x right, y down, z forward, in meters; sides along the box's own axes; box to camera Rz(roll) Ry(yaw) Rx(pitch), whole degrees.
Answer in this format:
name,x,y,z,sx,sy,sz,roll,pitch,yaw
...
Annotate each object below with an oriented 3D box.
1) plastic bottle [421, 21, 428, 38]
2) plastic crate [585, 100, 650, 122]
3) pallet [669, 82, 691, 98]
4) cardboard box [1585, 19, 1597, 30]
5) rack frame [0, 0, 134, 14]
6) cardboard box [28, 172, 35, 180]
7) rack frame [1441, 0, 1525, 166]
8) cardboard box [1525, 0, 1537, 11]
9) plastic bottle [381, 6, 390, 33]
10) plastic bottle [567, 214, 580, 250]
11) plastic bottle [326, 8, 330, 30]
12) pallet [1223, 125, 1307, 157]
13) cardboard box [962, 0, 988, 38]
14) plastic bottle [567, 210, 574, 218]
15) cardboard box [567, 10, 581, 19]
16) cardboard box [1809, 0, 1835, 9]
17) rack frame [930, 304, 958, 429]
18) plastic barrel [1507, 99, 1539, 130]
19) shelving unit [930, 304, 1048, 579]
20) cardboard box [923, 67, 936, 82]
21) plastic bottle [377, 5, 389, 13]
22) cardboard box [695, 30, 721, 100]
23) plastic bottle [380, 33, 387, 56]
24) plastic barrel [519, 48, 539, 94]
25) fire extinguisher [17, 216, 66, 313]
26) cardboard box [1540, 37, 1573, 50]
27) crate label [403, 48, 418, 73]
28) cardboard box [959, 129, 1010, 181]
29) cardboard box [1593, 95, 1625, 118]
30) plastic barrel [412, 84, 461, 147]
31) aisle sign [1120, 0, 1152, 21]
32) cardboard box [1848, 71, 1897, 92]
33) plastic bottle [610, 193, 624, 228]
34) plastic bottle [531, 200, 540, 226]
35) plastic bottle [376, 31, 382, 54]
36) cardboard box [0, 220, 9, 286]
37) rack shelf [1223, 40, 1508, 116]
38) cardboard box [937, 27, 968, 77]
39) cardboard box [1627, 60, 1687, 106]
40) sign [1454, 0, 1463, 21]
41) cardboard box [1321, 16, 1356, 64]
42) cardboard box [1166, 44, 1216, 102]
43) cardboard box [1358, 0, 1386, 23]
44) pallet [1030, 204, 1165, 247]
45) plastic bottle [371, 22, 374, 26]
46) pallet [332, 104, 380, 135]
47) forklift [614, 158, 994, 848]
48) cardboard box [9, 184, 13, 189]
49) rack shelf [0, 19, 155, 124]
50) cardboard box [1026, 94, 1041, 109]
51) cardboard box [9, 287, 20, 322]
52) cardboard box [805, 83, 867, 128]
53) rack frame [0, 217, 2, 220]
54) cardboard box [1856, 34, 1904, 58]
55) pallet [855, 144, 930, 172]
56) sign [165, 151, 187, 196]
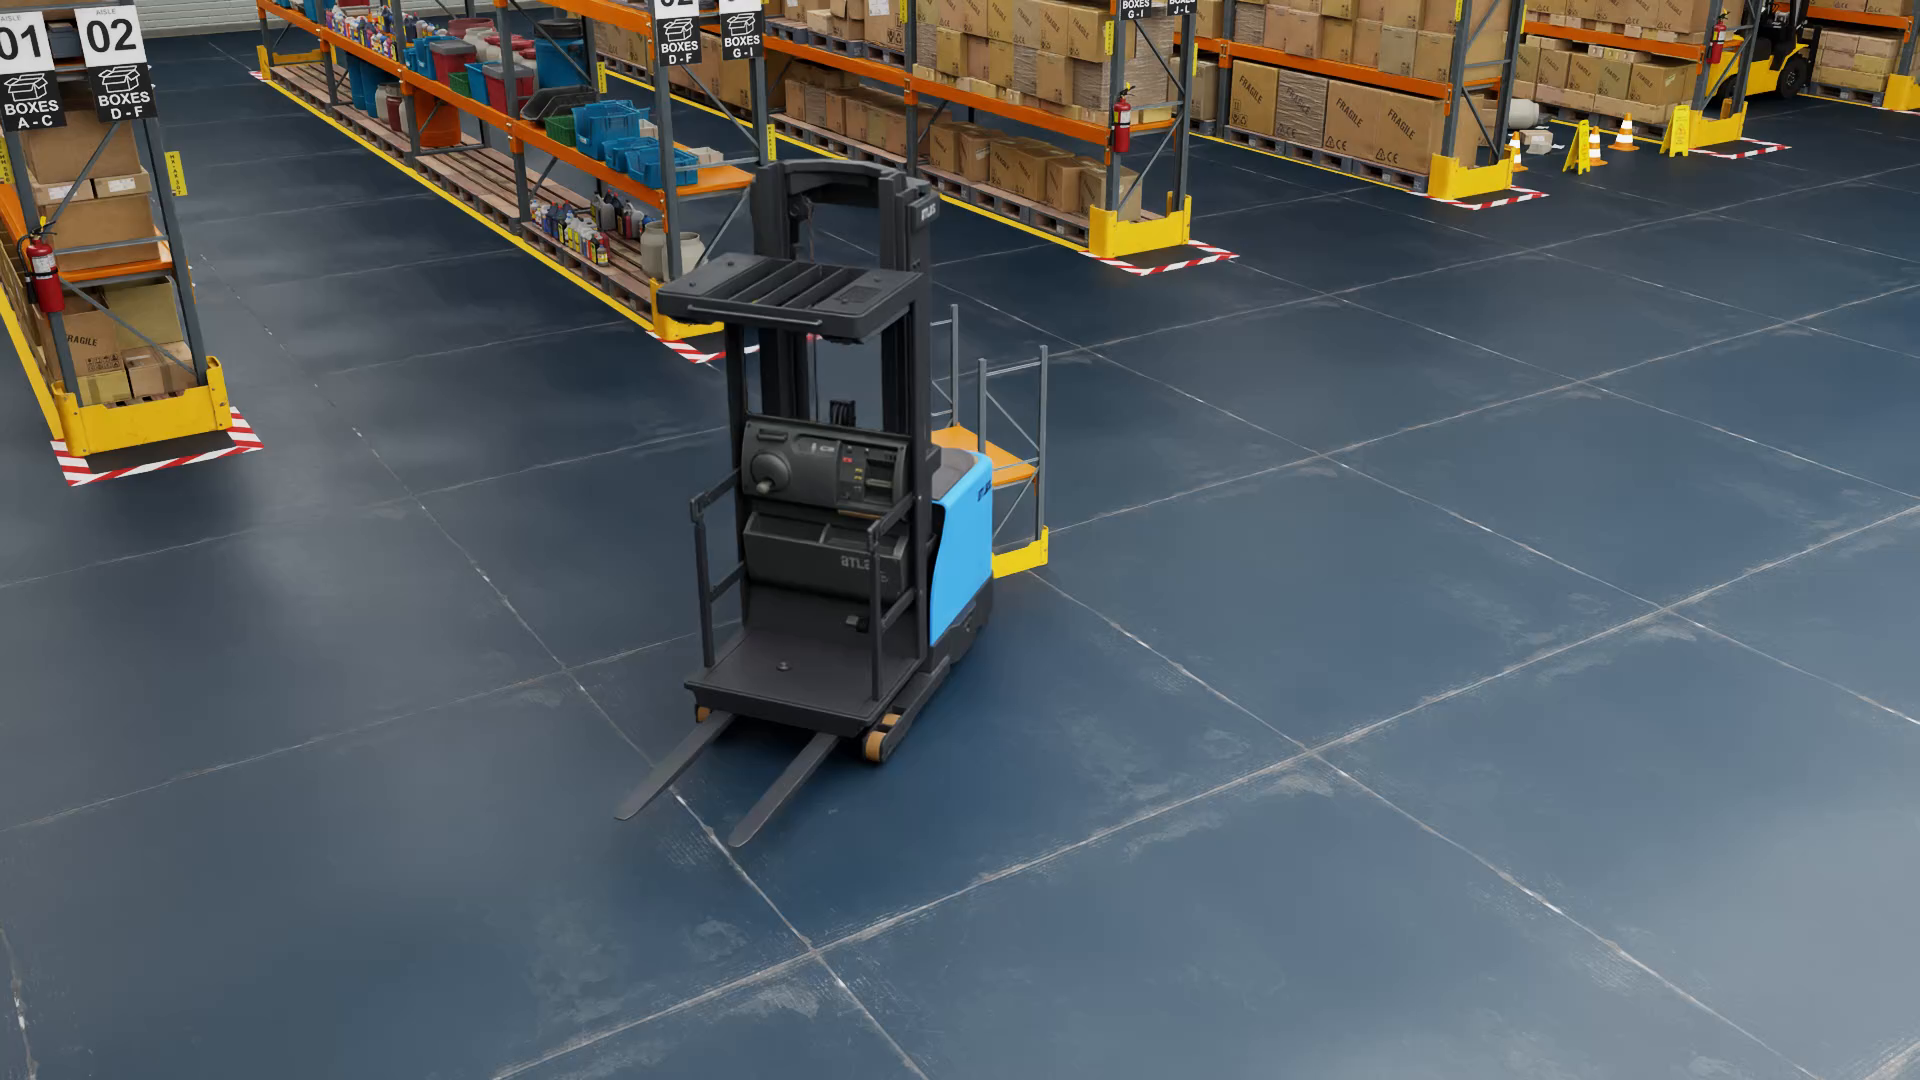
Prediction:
name,x,y,z,sx,sy,sz,roll,pitch,yaw
plastic bottle,-7.179,-6.829,22.352,0.097,0.271,0.097,0,25,0
plastic crate,-3.528,-4.365,17.158,0.499,0.251,0.616,-16,29,-30
pallet,-4.092,-7.261,26.385,1.003,0.211,1.213,-16,29,-30
cardboard box,9.076,-7.320,23.536,0.380,0.149,0.250,-16,29,-30
rack frame,-6.328,-4.894,11.077,1.000,3.000,0.127,-16,29,-30
cardboard box,-6.840,-2.706,12.591,0.380,0.149,0.250,-15,29,-28
rack frame,6.185,-5.608,19.617,1.000,3.000,0.127,-16,29,-30
cardboard box,8.394,-8.012,24.243,0.500,0.500,0.500,-16,29,-30
plastic bottle,-7.970,-7.252,23.156,0.144,0.351,0.185,-16,29,-30
plastic bottle,-3.931,-3.161,17.020,0.144,0.351,0.185,-16,30,-30
plastic bottle,-8.884,-7.343,23.428,0.061,0.283,0.133,-16,29,-30
pallet,4.351,-5.488,22.628,1.003,0.211,1.213,-16,29,-30
cardboard box,0.370,-5.974,18.753,0.500,0.500,0.500,-16,29,-30
plastic bottle,-4.086,-3.321,17.452,0.097,0.271,0.097,0,25,0
cardboard box,-6.344,-9.230,29.286,0.875,0.875,0.875,-16,29,-30
cardboard box,13.390,-8.487,25.598,0.500,0.500,0.500,-16,30,-31
rack frame,-0.231,-0.830,11.250,0.500,1.500,0.032,-16,29,-30
plastic barrel,7.881,-6.019,23.504,0.512,0.421,0.421,3,25,6
shelving unit,0.042,-0.651,10.872,0.587,1.500,1.083,-16,29,-30
cardboard box,-0.219,-5.566,19.822,0.380,0.149,0.250,-16,29,-30
plastic bottle,-8.241,-7.505,23.779,0.152,0.276,0.135,-16,29,-30
cardboard box,-3.233,-7.152,24.882,1.225,0.875,0.875,-15,29,-29
plastic bottle,-7.401,-6.381,21.403,0.097,0.271,0.097,0,25,0
plastic barrel,-4.698,-5.220,18.634,0.433,0.535,0.433,0,25,0
fire extinguisher,-6.653,-1.996,12.055,0.296,0.674,0.183,-16,29,-30
cardboard box,8.639,-7.196,24.071,0.380,0.149,0.250,-14,29,-27
crate label,-6.627,-5.882,20.393,0.303,0.233,0.416,-16,29,-30
cardboard box,0.294,-4.623,19.966,0.500,0.500,0.500,-6,26,-13
cardboard box,9.334,-6.158,23.510,0.500,0.250,0.500,-15,29,-29
plastic barrel,-6.824,-5.575,21.597,0.600,0.830,0.708,-16,29,-30
aisle sign,1.757,-5.572,16.495,0.394,0.787,0.004,-16,29,-30
cardboard box,13.913,-6.997,25.287,0.500,0.250,0.500,-15,29,-29
plastic bottle,-3.661,-3.534,17.811,0.144,0.351,0.185,-17,30,-32
plastic bottle,-4.553,-3.514,17.861,0.097,0.271,0.097,0,25,0
plastic bottle,-7.507,-6.450,21.551,0.097,0.271,0.097,0,25,0
cardboard box,-8.521,-2.659,15.219,0.500,0.500,0.500,-16,29,-30
rack shelf,5.093,-5.998,21.286,1.077,0.370,4.000,-16,29,-30
cardboard box,0.228,-5.737,19.423,0.875,0.500,0.500,-16,29,-30
cardboard box,9.621,-6.310,22.952,0.500,0.500,0.500,-15,29,-29
sign,5.723,-6.118,19.062,0.100,0.325,0.005,-16,29,-30
cardboard box,5.101,-6.400,21.117,0.875,0.550,0.500,-16,29,-30
cardboard box,3.064,-6.759,24.197,1.050,0.750,0.750,-16,29,-30
cardboard box,5.446,-6.714,20.517,0.875,0.550,0.550,-16,29,-30
pallet,1.519,-3.554,18.531,1.003,0.211,1.213,-16,29,-30
plastic bottle,-7.894,-6.816,22.325,0.097,0.271,0.097,0,25,0
pallet,-8.340,-6.080,23.882,1.003,0.211,1.213,-16,29,-30
forklift,-0.795,-0.352,8.563,1.130,2.935,3.031,9,27,19
cardboard box,-8.264,-3.500,15.033,0.700,0.500,0.500,-16,30,-31
rack shelf,-7.420,-3.928,13.386,1.077,0.370,4.000,-16,29,-30
cardboard box,0.949,-4.872,18.351,0.380,0.149,0.250,-16,29,-30
cardboard box,-8.244,-2.142,15.003,0.500,0.250,0.500,-16,29,-30
cardboard box,-1.697,-5.988,22.834,0.700,0.500,0.500,-18,31,-34
rack frame,-8.512,-3.612,15.388,1.000,3.000,0.127,-16,29,-30
cardboard box,13.921,-7.447,25.069,0.500,0.250,0.500,-14,29,-28
pallet,-0.636,-4.937,21.460,1.003,0.211,1.213,-16,29,-30
sign,-5.860,-2.736,12.425,0.100,0.325,0.005,-16,29,-30
